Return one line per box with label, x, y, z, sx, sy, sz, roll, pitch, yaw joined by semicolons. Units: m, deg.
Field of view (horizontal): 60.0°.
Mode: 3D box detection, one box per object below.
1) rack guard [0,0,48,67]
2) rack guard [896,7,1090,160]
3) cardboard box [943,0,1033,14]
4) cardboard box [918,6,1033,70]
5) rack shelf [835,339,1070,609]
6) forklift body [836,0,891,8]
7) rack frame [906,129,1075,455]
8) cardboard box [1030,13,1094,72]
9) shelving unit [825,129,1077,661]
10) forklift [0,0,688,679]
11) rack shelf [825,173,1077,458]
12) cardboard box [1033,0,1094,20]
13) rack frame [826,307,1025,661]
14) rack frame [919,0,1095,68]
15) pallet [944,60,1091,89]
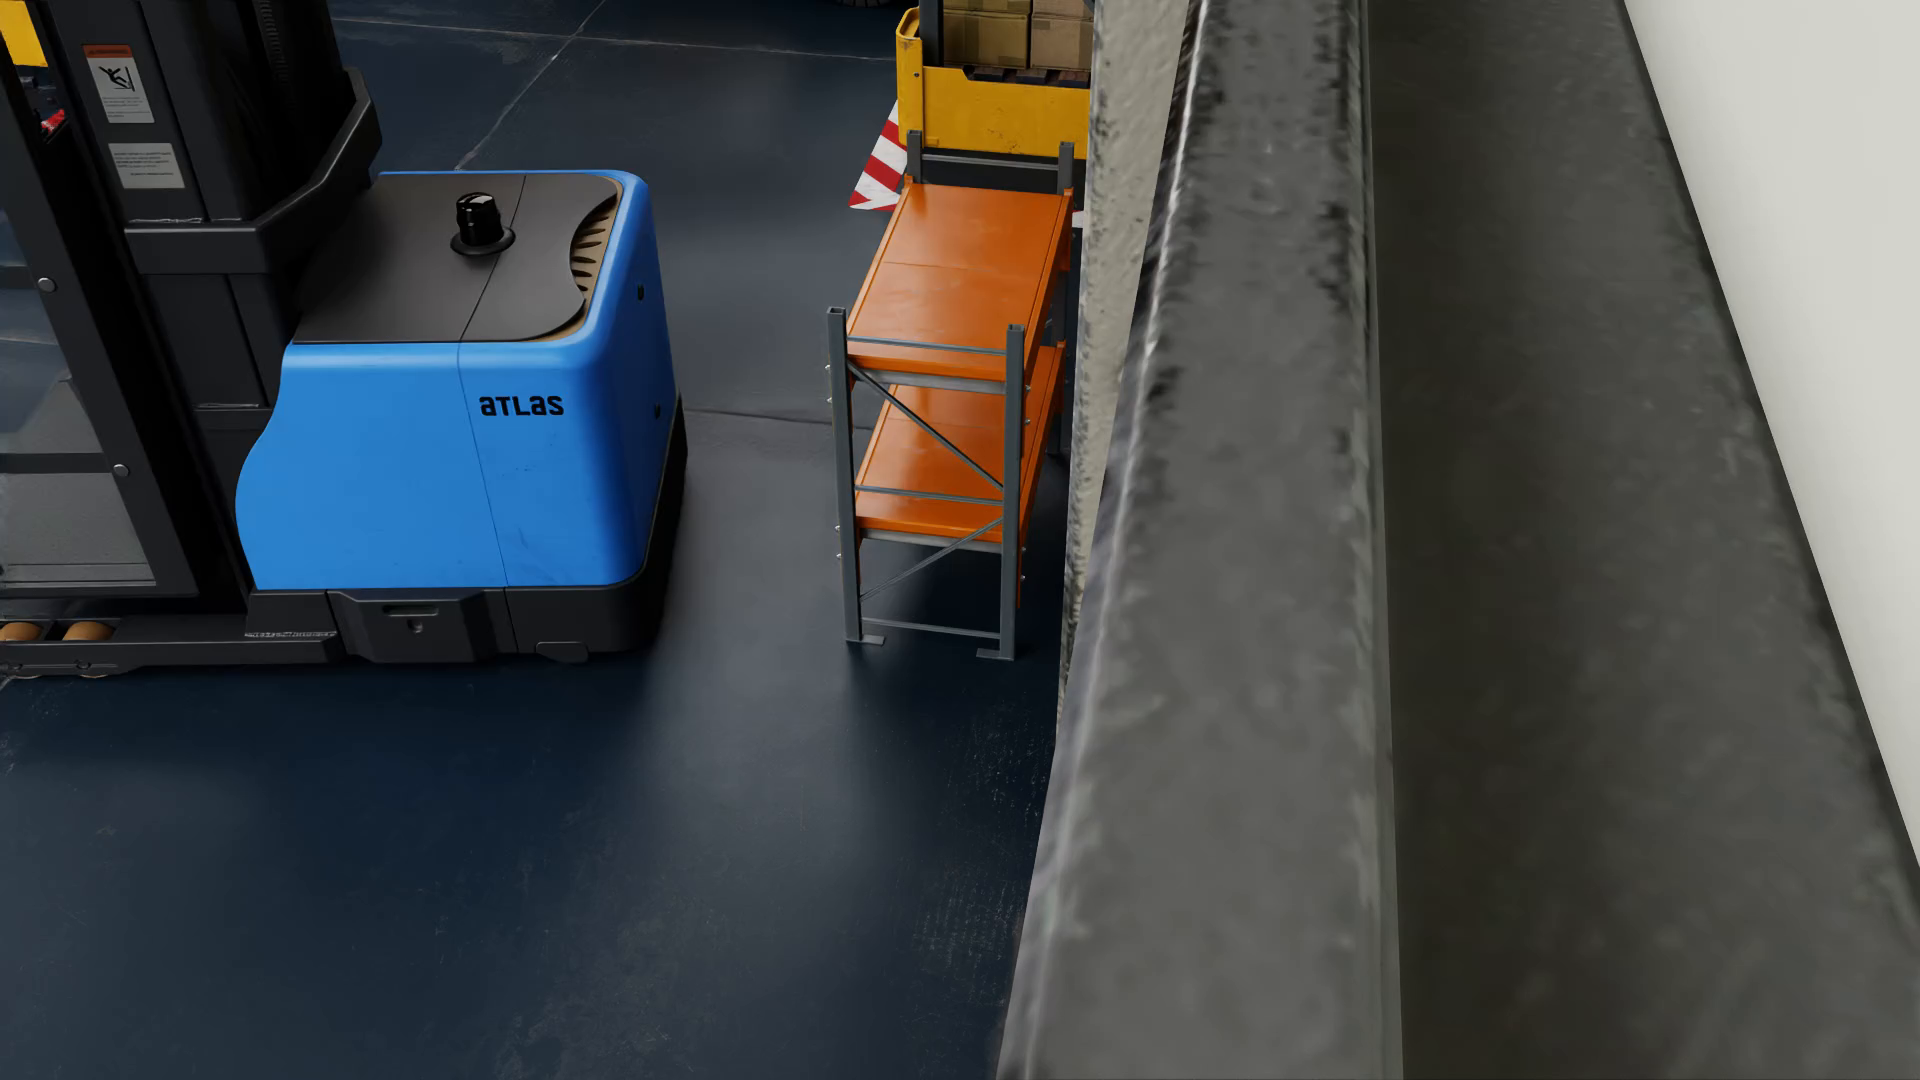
rack guard;-4.550;-2.589;7.989;1.175;0.500;0.348;6;40;8
rack guard;0.323;-1.981;7.254;1.175;0.500;0.348;6;40;8
cardboard box;0.103;-2.594;7.470;0.500;0.250;0.500;6;40;7
cardboard box;0.097;-2.391;7.617;0.500;0.250;0.500;7;40;8
rack shelf;0.001;-0.249;5.053;0.538;0.278;1.000;6;40;8
forklift body;-1.142;-4.024;8.429;2.313;2.155;1.214;6;40;8
rack frame;0.089;-0.757;5.283;0.500;1.125;0.032;6;40;8
cardboard box;0.604;-2.348;7.565;0.500;0.250;0.500;7;40;8
shelving unit;0.001;-0.438;4.897;0.538;1.125;1.048;6;40;8
forklift;-2.404;-1.073;4.247;3.031;2.935;1.130;-1;40;-1
rack shelf;0.001;-0.663;4.710;0.538;0.278;1.000;6;40;8
cardboard box;0.613;-2.527;7.388;0.500;0.250;0.500;7;40;8
rack frame;-0.087;-0.119;4.511;0.500;1.125;0.032;6;40;8
rack frame;0.327;-2.960;6.476;1.000;3.000;0.127;6;40;8
pallet;0.418;-2.370;7.950;1.003;0.211;1.213;6;40;8
